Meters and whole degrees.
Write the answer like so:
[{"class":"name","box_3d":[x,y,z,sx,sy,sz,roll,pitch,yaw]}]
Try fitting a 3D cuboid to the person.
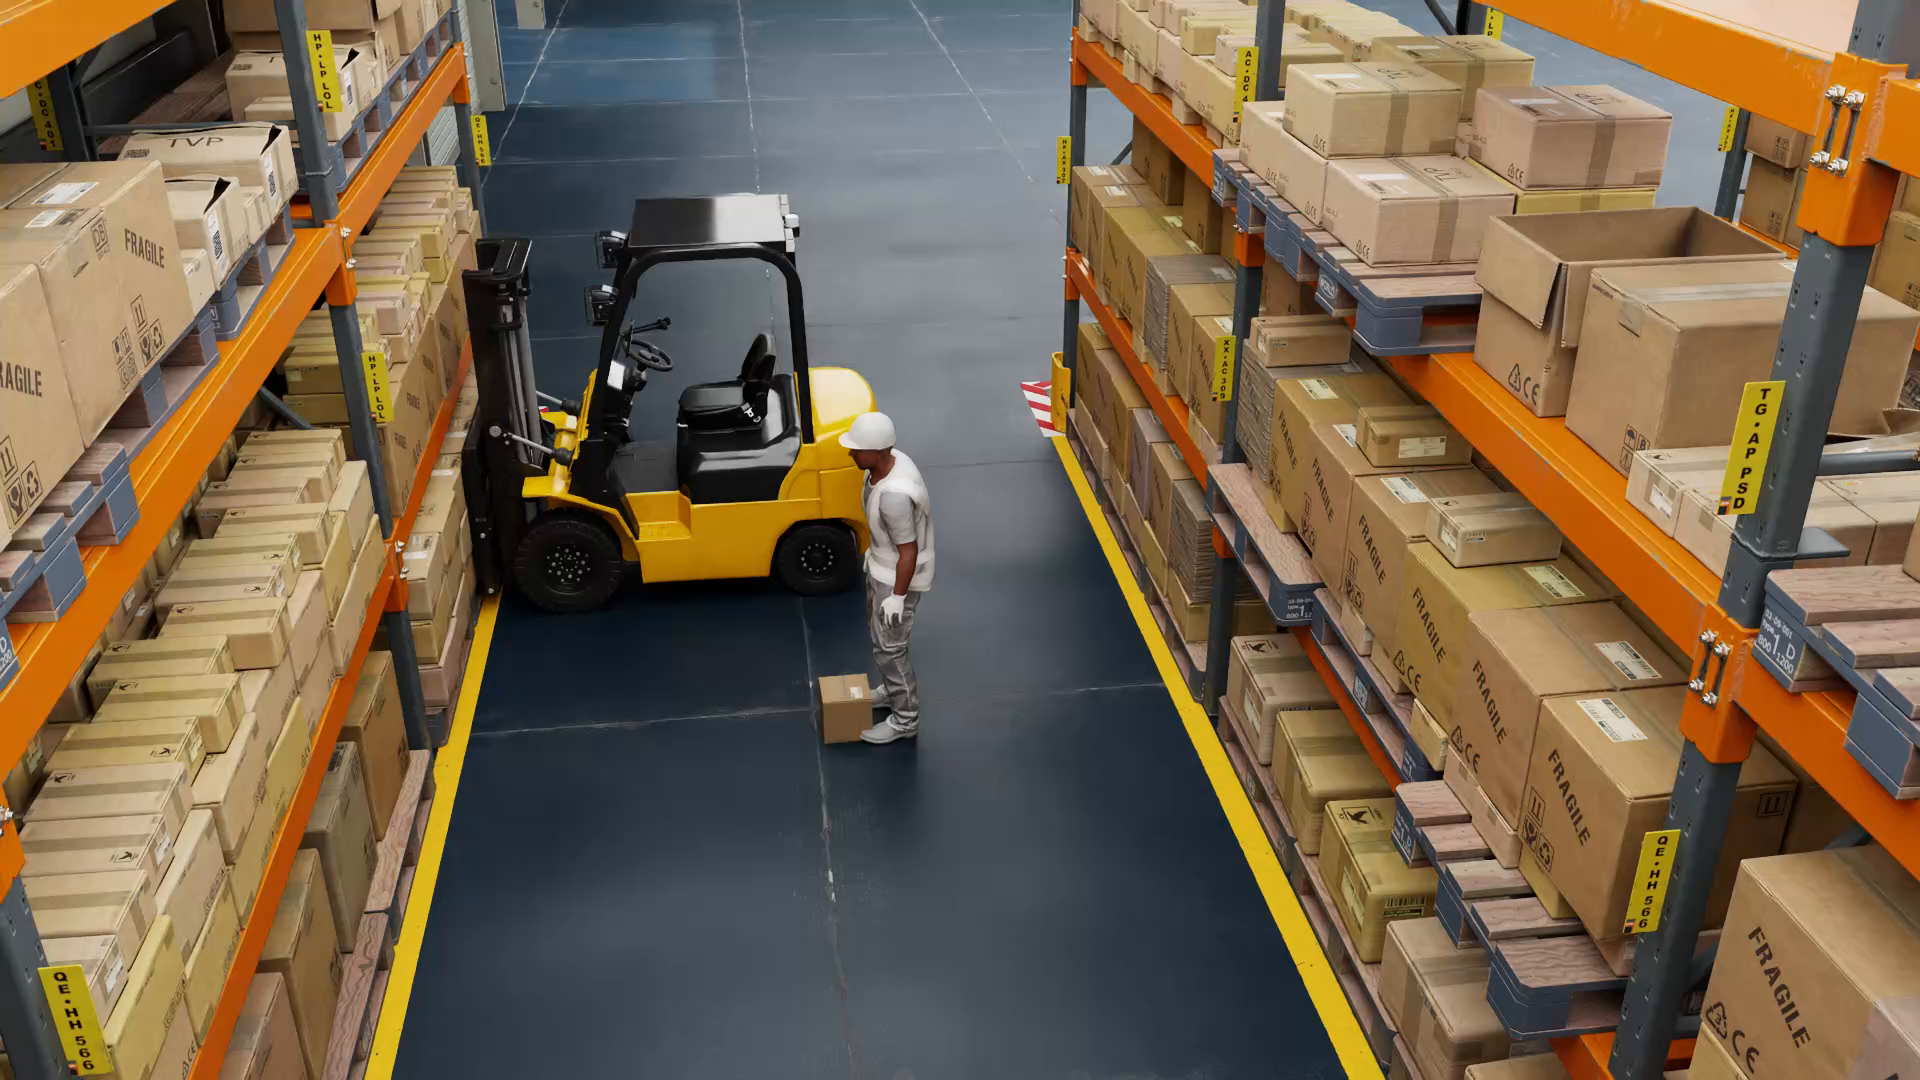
[{"class":"person","box_3d":[-0.359,0.174,8.265,0.449,1.771,0.620,-5,27,-10]}]
